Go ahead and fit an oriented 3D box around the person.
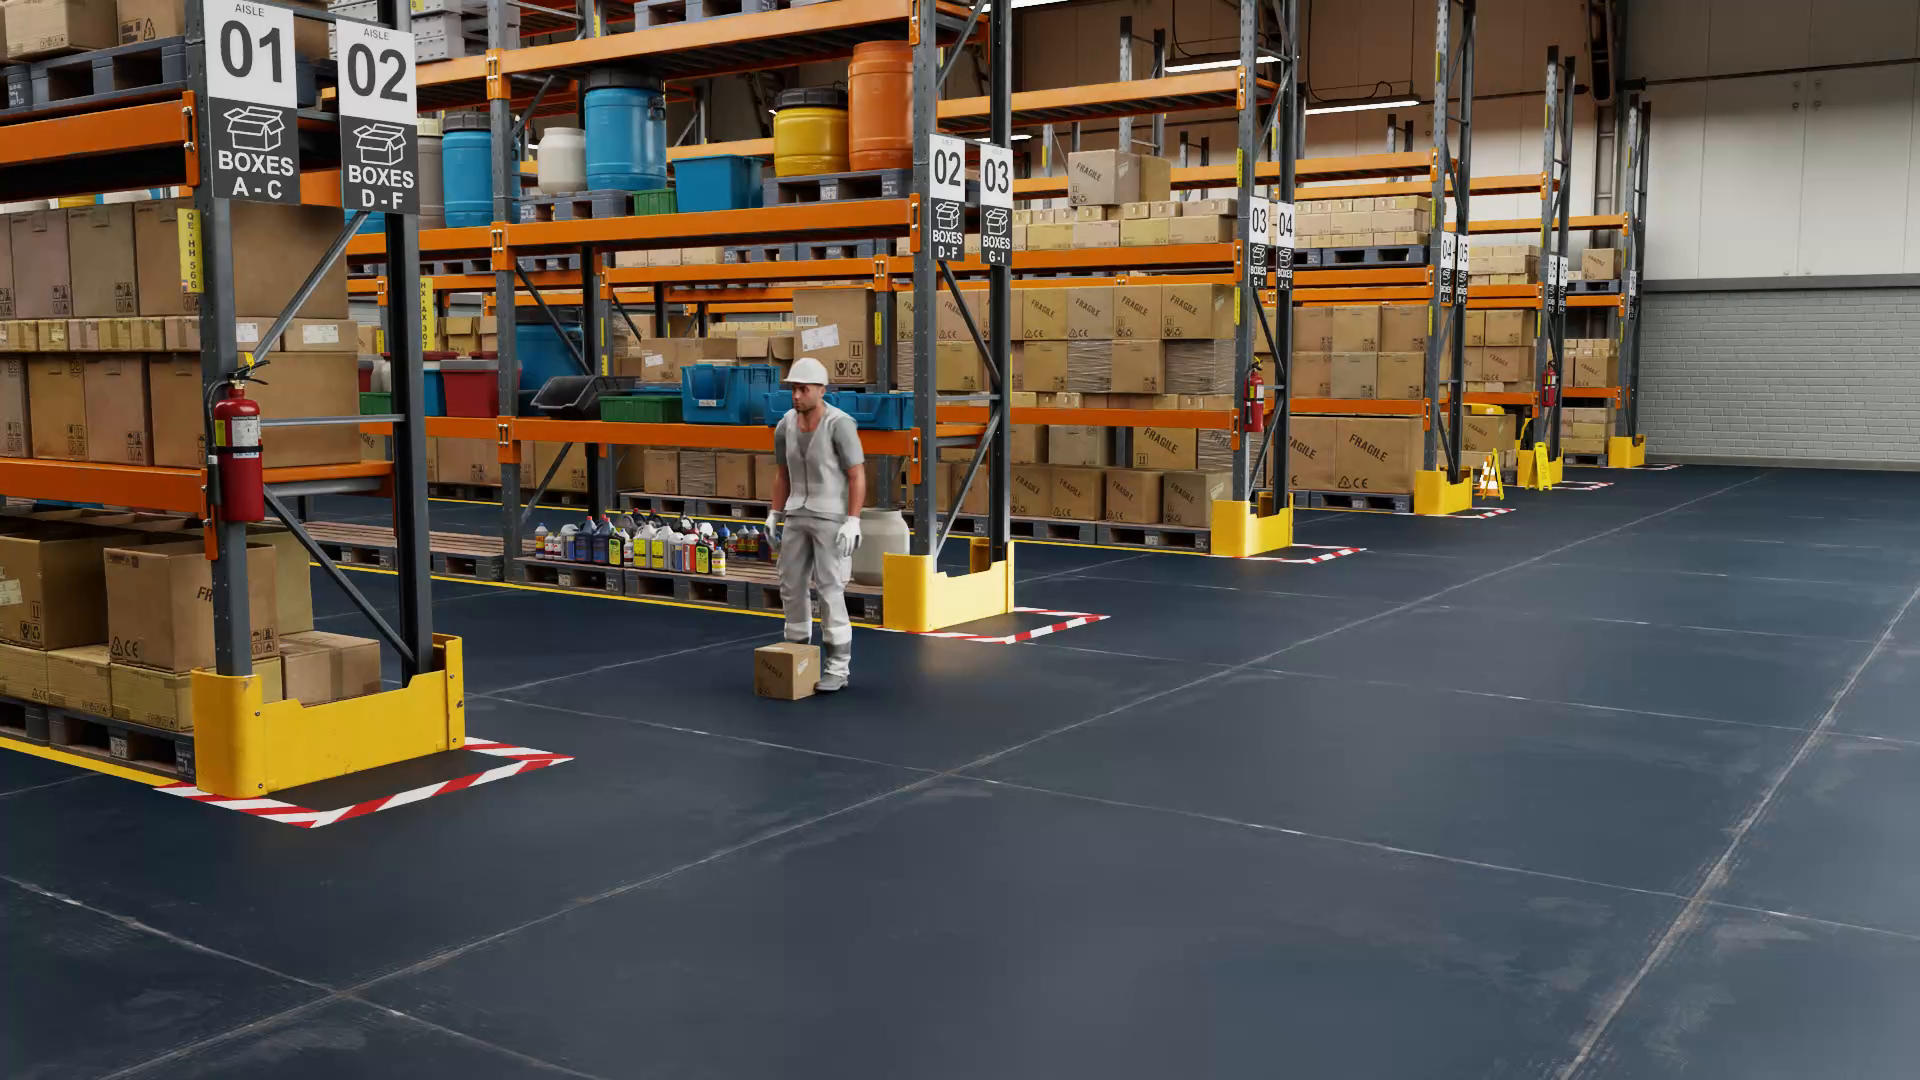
[{"bbox_3d":[-0.790,-0.085,8.930,0.608,1.780,0.448,4,7,34],"label":"person"}]
